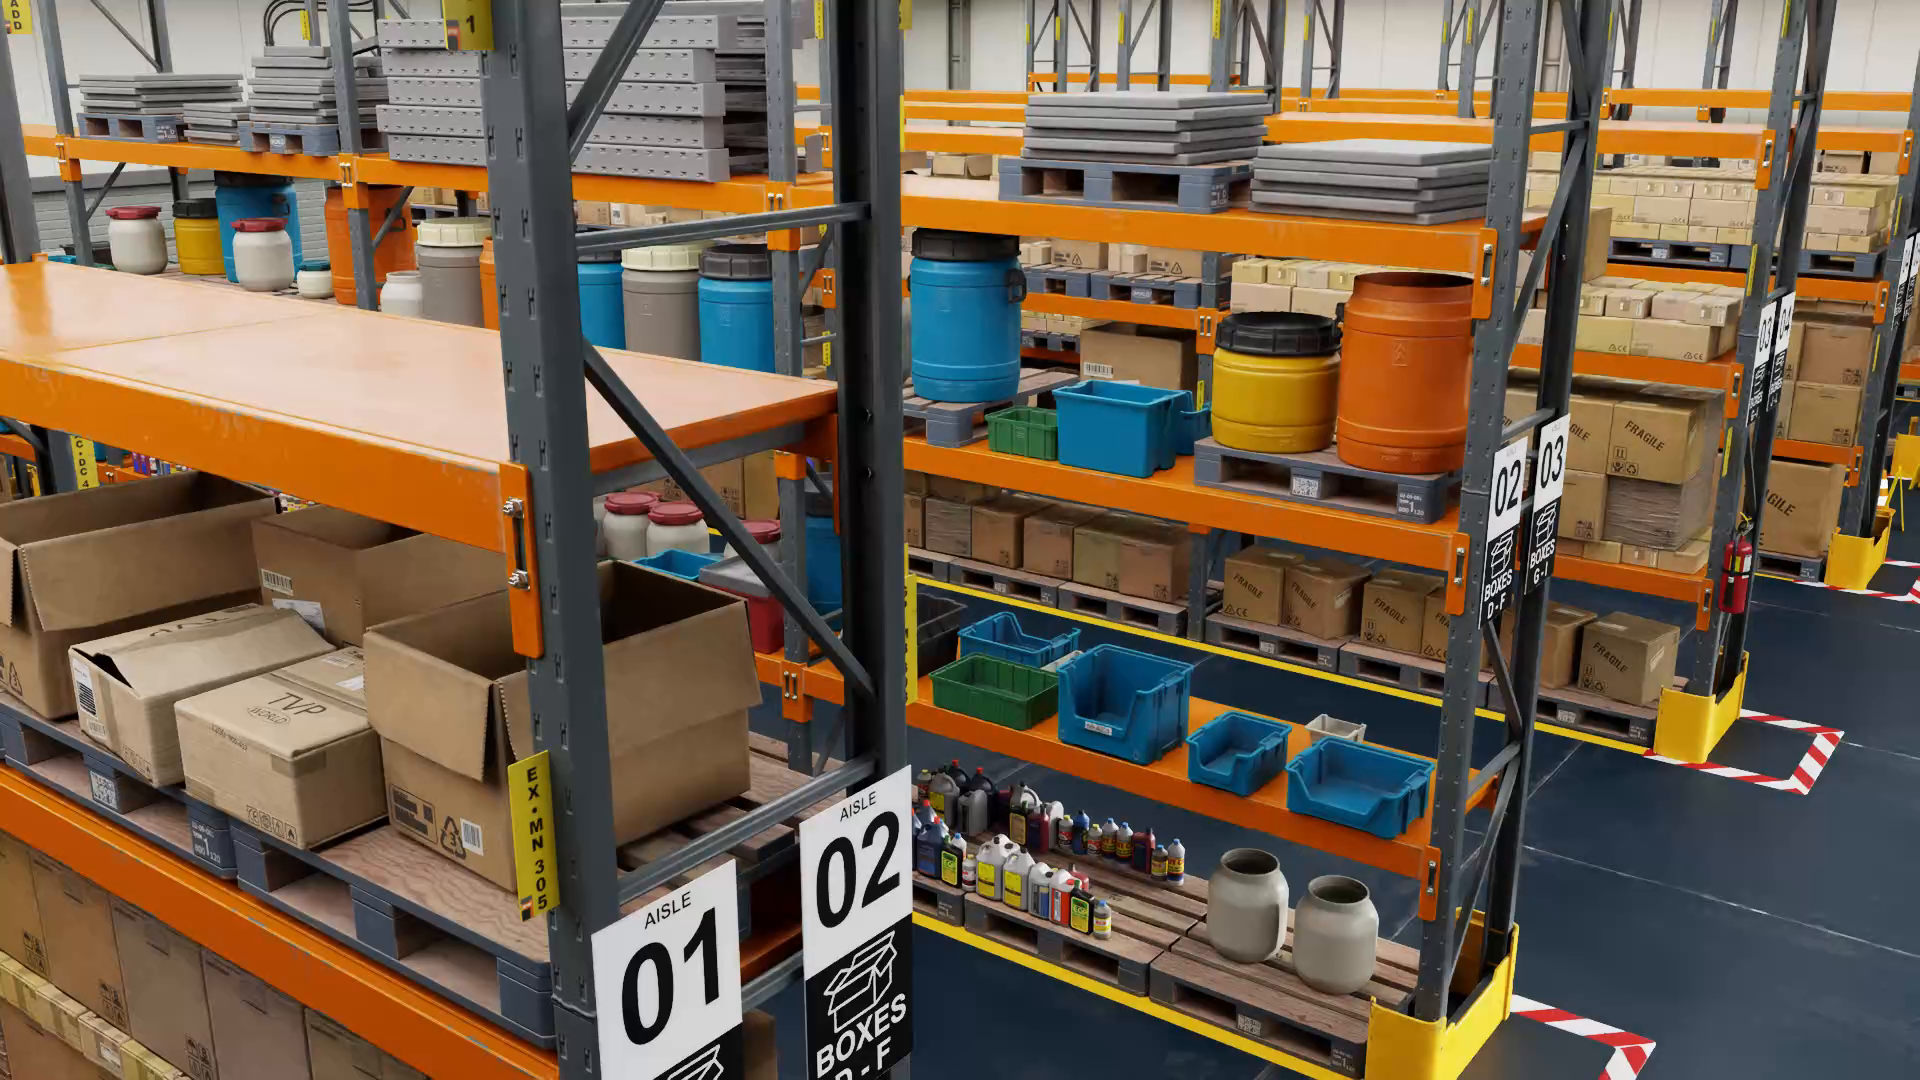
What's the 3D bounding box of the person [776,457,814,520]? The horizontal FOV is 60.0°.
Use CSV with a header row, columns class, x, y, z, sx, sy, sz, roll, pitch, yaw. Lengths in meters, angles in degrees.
class,x,y,z,sx,sy,sz,roll,pitch,yaw
person,-1.421,-0.175,14.501,0.322,1.588,0.478,11,20,33
